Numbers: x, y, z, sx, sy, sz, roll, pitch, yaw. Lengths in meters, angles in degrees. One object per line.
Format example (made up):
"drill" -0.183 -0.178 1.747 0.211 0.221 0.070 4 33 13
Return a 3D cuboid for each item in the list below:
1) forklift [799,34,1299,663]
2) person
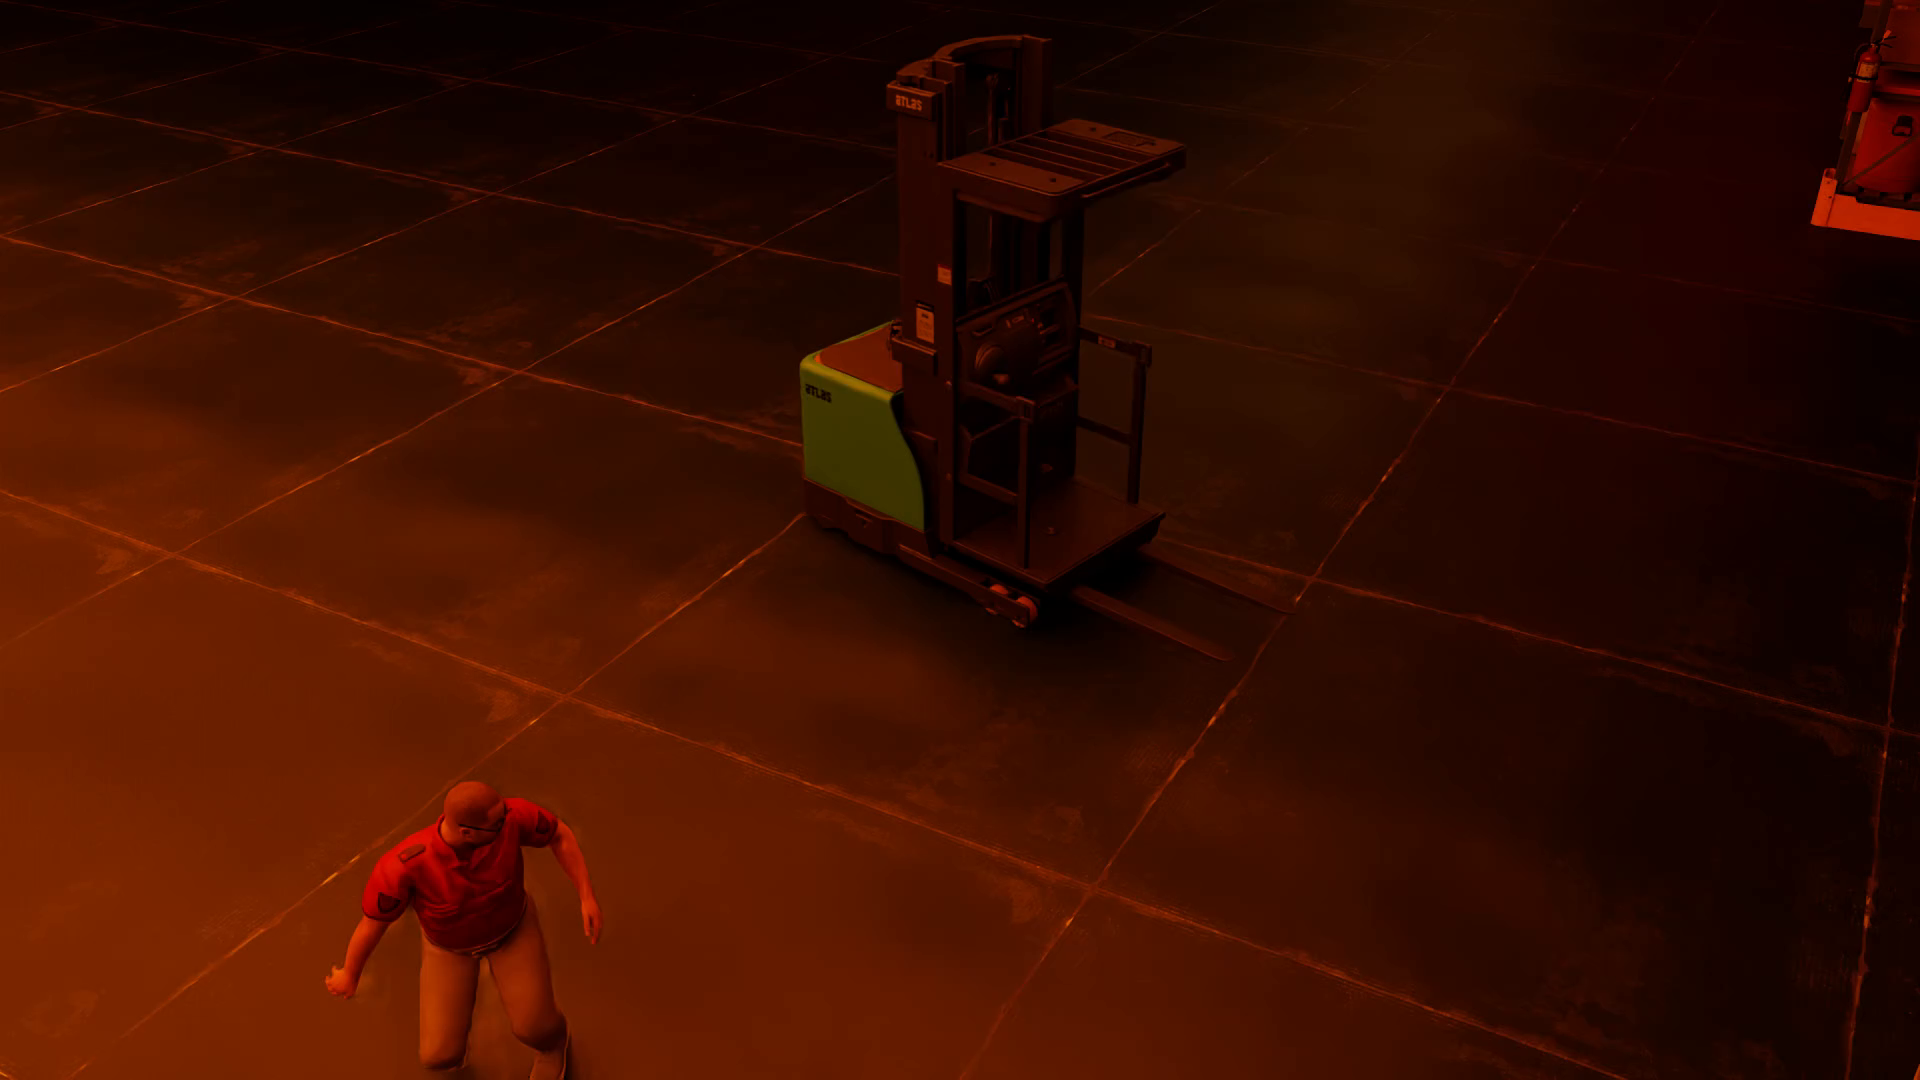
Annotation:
"forklift" 0.474 -1.084 8.950 3.031 2.935 1.130 24 38 35
"person" -1.800 1.445 6.022 0.964 1.586 0.539 -13 32 -21
